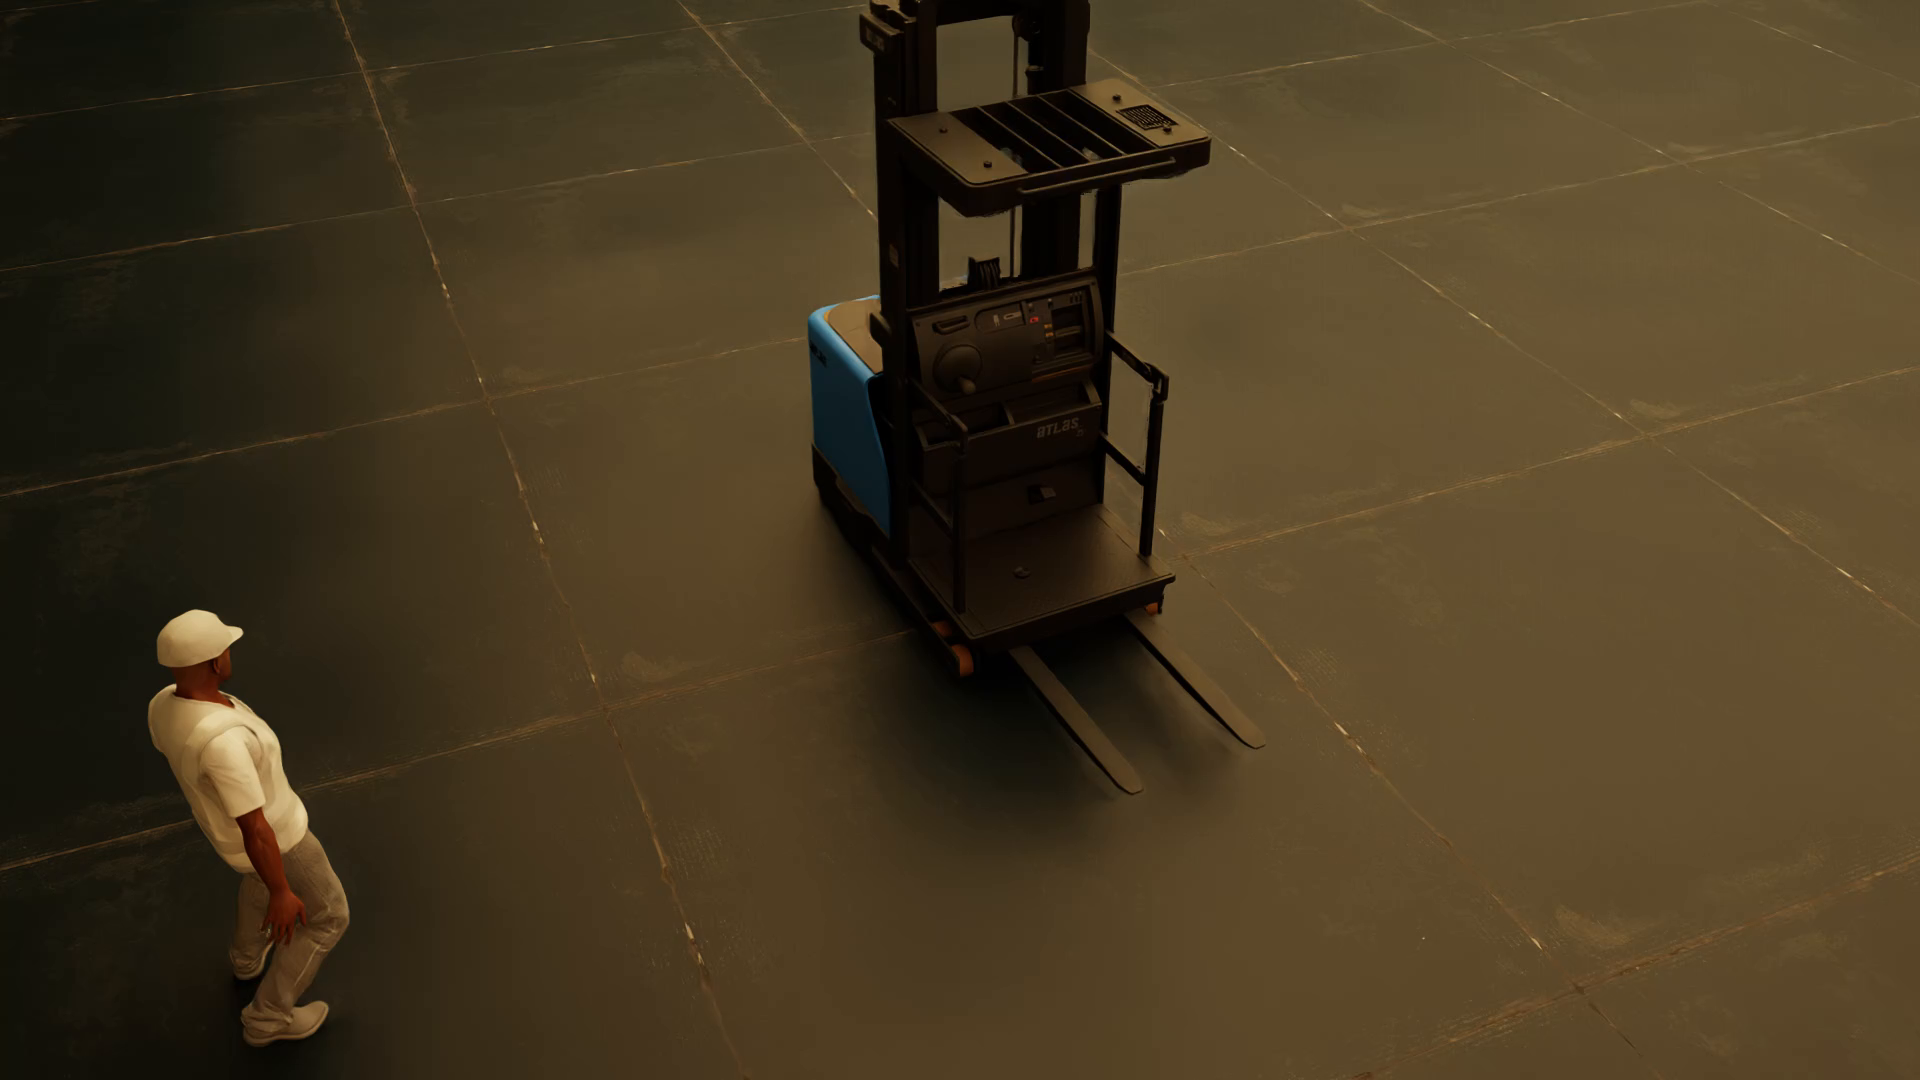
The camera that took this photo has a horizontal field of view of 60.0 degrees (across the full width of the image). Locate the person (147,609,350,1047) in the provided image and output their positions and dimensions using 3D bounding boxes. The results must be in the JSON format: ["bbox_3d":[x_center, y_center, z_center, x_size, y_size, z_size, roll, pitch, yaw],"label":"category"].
[{"bbox_3d":[-2.479,1.023,5.738,0.486,1.684,0.926,-28,44,-33],"label":"person"}]

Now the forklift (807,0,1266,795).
[{"bbox_3d":[0.319,-0.846,7.288,1.130,2.935,3.031,-16,38,-21],"label":"forklift"}]
